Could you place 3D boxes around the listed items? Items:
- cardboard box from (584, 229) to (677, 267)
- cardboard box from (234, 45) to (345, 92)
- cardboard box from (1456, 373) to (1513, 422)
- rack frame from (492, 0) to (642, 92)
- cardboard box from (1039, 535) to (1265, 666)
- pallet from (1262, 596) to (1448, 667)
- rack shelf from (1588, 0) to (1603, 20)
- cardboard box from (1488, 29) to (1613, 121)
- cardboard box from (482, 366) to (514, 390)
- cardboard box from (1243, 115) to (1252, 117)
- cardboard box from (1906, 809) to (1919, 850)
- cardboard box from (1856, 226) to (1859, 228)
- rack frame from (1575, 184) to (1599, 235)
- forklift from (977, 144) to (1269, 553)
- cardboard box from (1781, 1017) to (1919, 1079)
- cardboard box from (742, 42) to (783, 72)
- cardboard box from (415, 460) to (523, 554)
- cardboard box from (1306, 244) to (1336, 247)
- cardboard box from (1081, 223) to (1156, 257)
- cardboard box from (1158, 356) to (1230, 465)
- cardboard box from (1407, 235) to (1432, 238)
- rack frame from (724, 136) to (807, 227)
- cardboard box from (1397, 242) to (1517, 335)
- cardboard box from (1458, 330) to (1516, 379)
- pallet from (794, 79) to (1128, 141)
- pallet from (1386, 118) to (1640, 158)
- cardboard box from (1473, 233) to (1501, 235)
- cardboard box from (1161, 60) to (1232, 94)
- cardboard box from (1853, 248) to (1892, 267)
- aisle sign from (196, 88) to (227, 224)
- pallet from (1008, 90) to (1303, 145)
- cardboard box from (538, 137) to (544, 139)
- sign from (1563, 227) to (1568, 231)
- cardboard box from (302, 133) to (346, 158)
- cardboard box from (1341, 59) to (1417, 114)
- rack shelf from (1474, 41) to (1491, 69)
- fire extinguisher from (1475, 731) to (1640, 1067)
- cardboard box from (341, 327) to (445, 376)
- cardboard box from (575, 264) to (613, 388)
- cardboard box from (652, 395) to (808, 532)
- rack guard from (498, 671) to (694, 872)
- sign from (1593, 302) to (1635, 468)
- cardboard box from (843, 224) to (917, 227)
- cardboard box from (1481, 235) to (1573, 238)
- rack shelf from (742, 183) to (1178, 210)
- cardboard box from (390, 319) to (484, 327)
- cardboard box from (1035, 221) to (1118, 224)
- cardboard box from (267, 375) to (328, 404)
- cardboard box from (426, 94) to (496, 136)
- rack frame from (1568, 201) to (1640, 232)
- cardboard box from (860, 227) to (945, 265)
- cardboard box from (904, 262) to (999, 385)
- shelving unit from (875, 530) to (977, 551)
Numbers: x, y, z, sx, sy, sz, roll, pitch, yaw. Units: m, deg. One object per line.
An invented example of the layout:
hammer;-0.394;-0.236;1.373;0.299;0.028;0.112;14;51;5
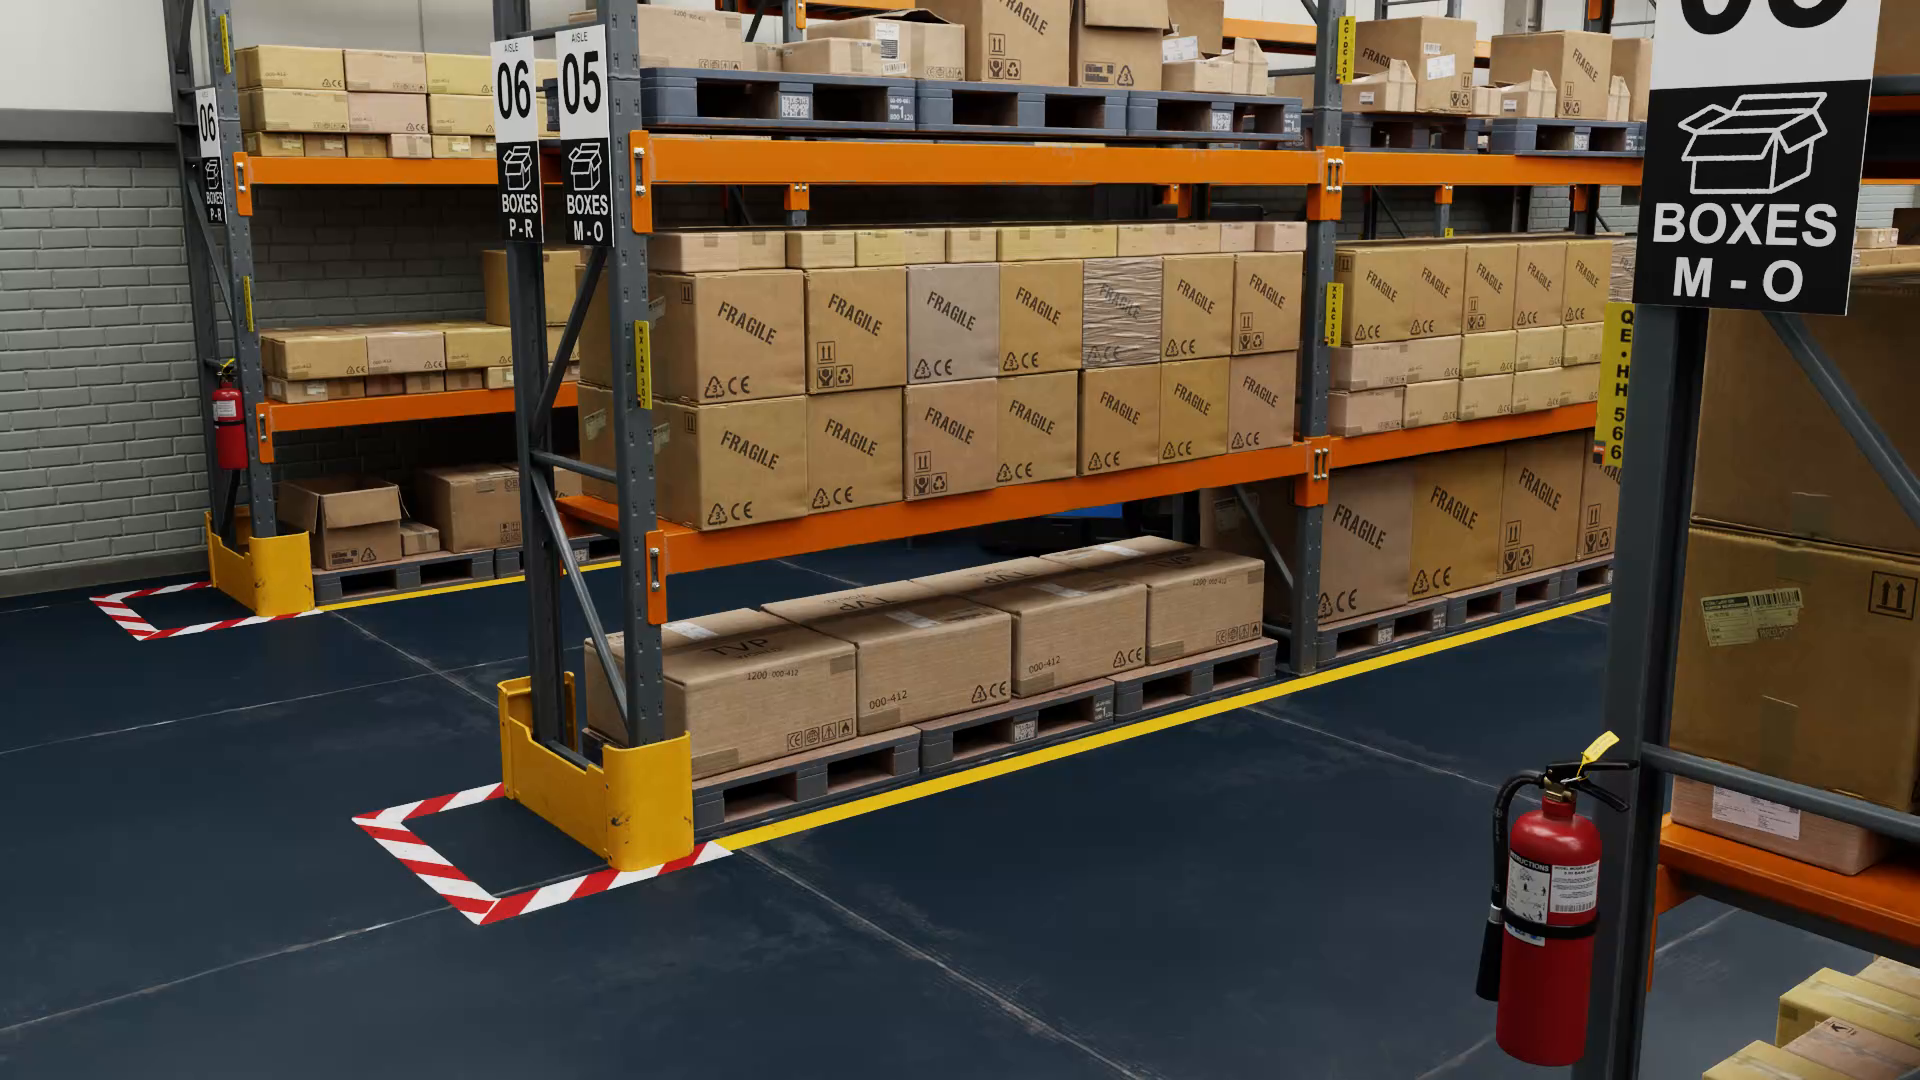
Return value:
cardboard box;-1.370;-1.216;6.926;0.250;0.149;0.380;-9;15;-37
cardboard box;-4.126;-2.887;10.225;0.500;0.250;0.500;-10;15;-38
cardboard box;2.920;-0.873;9.881;0.500;0.250;0.500;-10;15;-38
rack frame;-1.525;-3.217;6.112;0.127;3.000;1.000;-9;15;-38
cardboard box;1.041;0.311;9.101;0.875;0.438;0.875;-10;15;-38
pallet;2.154;0.451;9.998;1.213;0.211;1.003;-9;15;-38
rack shelf;3.160;-3.448;9.895;4.000;0.370;1.077;-9;15;-38
cardboard box;3.526;-2.766;9.960;0.500;0.500;0.500;-9;15;-37
cardboard box;-3.164;-1.121;11.291;0.250;0.149;0.380;-10;16;-39
cardboard box;2.336;-3.950;15.294;0.500;0.500;0.500;-9;15;-37
cardboard box;1.942;0.516;3.581;0.250;0.149;0.380;-9;15;-38
cardboard box;7.257;-2.553;13.899;0.250;0.149;0.380;-10;15;-38
rack frame;4.722;-1.320;11.624;0.127;3.000;1.000;-9;15;-38
forklift;1.687;-1.378;12.063;3.031;2.935;1.130;2;12;9
cardboard box;2.133;1.273;3.834;0.250;0.149;0.380;-9;15;-37
cardboard box;-0.953;-2.021;7.057;0.250;0.149;0.380;-11;16;-42
cardboard box;-3.400;-0.238;11.535;0.500;0.500;0.700;-9;15;-35
cardboard box;1.790;-1.438;9.530;0.500;0.500;0.500;-9;15;-36
cardboard box;0.723;-1.443;7.995;0.250;0.149;0.380;-10;15;-38
cardboard box;0.997;-0.681;8.372;0.500;0.500;0.500;-10;16;-39
cardboard box;5.024;-3.272;18.296;0.250;0.149;0.380;-10;16;-39
rack frame;-1.506;-1.606;12.969;0.127;3.000;1.000;-9;15;-38
cardboard box;2.894;-1.485;9.751;0.500;0.500;0.500;-10;16;-39
cardboard box;2.918;-1.117;9.825;0.500;0.250;0.500;-9;15;-37
pallet;0.001;-1.963;7.644;1.213;0.211;1.003;-9;15;-38
pallet;3.381;-2.457;10.212;1.213;0.211;1.003;-9;15;-35
cardboard box;6.039;-3.435;19.064;0.250;0.149;0.380;-9;15;-36
cardboard box;1.093;-2.231;8.044;0.250;0.149;0.380;-9;15;-36
cardboard box;6.834;-2.011;12.911;0.500;0.500;0.500;-9;15;-36
aisle sign;-4.499;-2.302;9.988;0.004;0.787;0.394;-9;15;-38
pallet;0.953;-2.120;8.385;1.213;0.211;1.003;-9;15;-38
cardboard box;-2.977;-2.618;11.119;0.250;0.149;0.380;-9;15;-38
sign;7.523;-3.716;20.631;0.005;0.325;0.100;-9;15;-38
cardboard box;-4.047;-2.473;10.436;0.250;0.149;0.380;-9;15;-37
cardboard box;2.207;-2.416;8.877;0.258;0.266;0.396;-10;15;-38
rack shelf;6.303;-5.290;18.573;4.000;0.370;1.077;-9;15;-38
fire extinguisher;1.161;0.686;3.262;0.183;0.674;0.296;-9;15;-38
cardboard box;-3.713;-1.239;10.889;0.500;0.250;0.500;-9;15;-37
cardboard box;-1.298;-0.921;7.098;0.500;0.500;0.500;-9;15;-36
cardboard box;-0.971;-0.347;6.799;0.500;0.500;0.500;-10;15;-38
rack guard;-1.544;0.944;6.980;0.348;0.500;1.175;-9;15;-38
sign;1.315;-0.306;3.299;0.005;0.325;0.100;-9;15;-38
cardboard box;-0.408;-1.391;7.748;0.250;0.149;0.380;-9;15;-36
cardboard box;3.802;-1.768;11.085;0.500;0.500;0.500;-9;15;-37
rack shelf;0.056;-2.981;13.954;4.000;0.370;1.077;-9;15;-38
cardboard box;-3.643;-1.392;11.606;0.500;0.250;0.500;-9;15;-36
cardboard box;0.594;-1.559;8.541;0.250;0.149;0.380;-10;15;-38
cardboard box;-4.201;-0.962;10.542;0.250;0.149;0.380;-10;15;-38
cardboard box;-3.320;-2.773;10.889;0.500;0.250;0.500;-10;16;-39
rack frame;7.865;-3.163;20.302;0.127;3.000;1.000;-9;15;-38
cardboard box;-0.274;-1.279;7.220;0.250;0.149;0.380;-9;15;-37
cardboard box;-0.176;-0.972;7.338;0.500;0.500;0.500;-10;15;-38
shelving unit;-0.231;-0.735;12.480;0.755;1.500;0.431;-11;16;-42
